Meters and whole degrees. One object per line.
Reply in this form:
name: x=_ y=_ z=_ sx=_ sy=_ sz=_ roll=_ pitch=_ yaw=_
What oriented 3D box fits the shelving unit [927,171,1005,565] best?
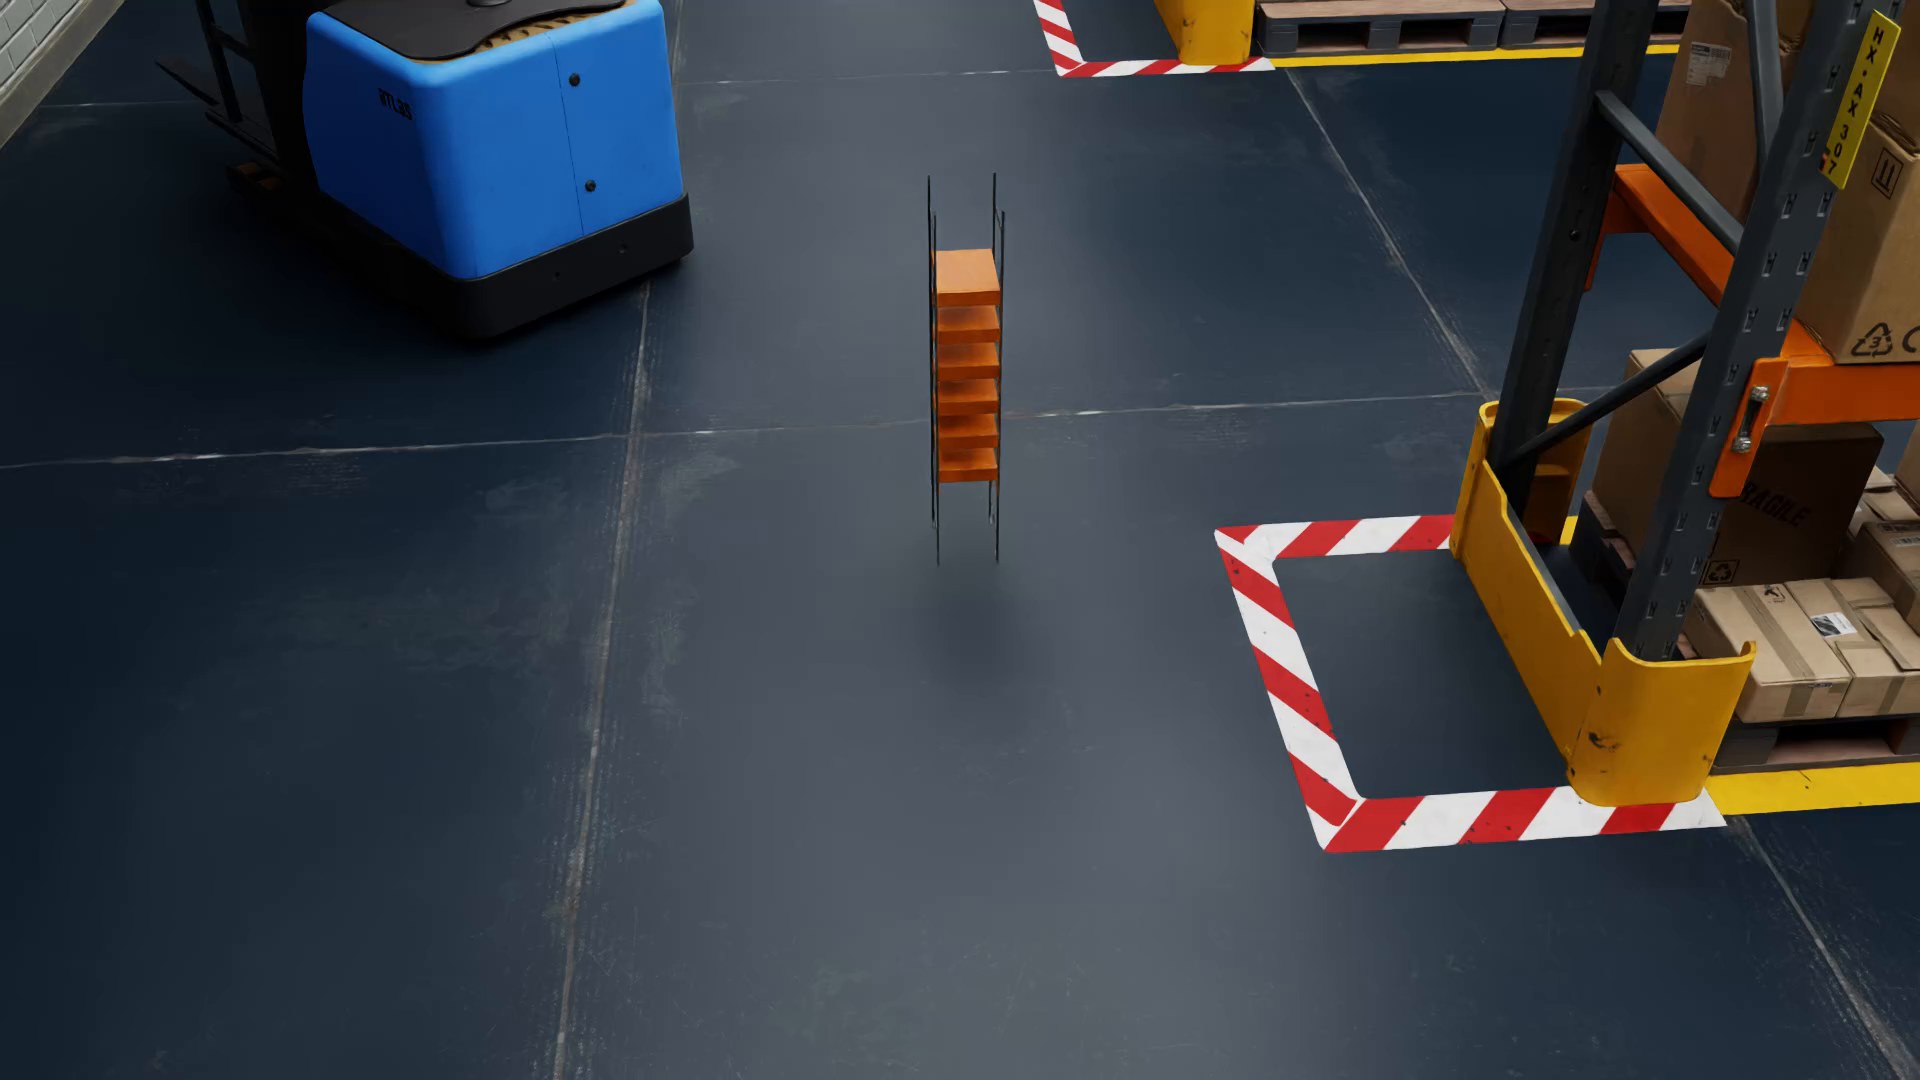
shelving unit: x=0.014 y=-0.472 z=4.879 sx=0.189 sy=1.200 sz=0.258 roll=-3 pitch=38 yaw=-4

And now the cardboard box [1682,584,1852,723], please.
cardboard box: x=2.126 y=0.296 z=4.400 sx=0.250 sy=0.149 sz=0.380 roll=-3 pitch=38 yaw=-4

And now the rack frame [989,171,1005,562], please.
rack frame: x=0.106 y=-0.477 z=4.886 sx=0.006 sy=1.200 sz=0.240 roll=-3 pitch=38 yaw=-4

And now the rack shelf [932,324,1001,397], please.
rack shelf: x=0.014 y=-0.531 z=4.833 sx=0.180 sy=0.103 sz=0.258 roll=-3 pitch=38 yaw=-4

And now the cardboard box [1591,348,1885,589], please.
cardboard box: x=2.198 y=-0.213 z=4.761 sx=0.500 sy=0.500 sz=0.500 roll=-3 pitch=38 yaw=-4

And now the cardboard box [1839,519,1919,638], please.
cardboard box: x=2.743 y=0.185 z=4.459 sx=0.500 sy=0.250 sz=0.500 roll=-3 pitch=38 yaw=-4

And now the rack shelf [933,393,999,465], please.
rack shelf: x=0.014 y=-0.343 z=4.981 sx=0.180 sy=0.103 sz=0.258 roll=-3 pitch=38 yaw=-4

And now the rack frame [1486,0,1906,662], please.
rack frame: x=1.678 y=-0.839 z=3.892 sx=0.127 sy=3.000 sz=1.000 roll=-3 pitch=38 yaw=-4

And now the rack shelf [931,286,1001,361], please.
rack shelf: x=0.014 y=-0.625 z=4.758 sx=0.180 sy=0.103 sz=0.258 roll=-3 pitch=38 yaw=-4

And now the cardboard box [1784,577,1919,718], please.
cardboard box: x=2.375 y=0.275 z=4.411 sx=0.250 sy=0.166 sz=0.380 roll=-3 pitch=38 yaw=-4

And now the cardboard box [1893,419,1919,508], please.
cardboard box: x=3.147 y=-0.148 z=4.881 sx=0.500 sy=0.250 sz=0.500 roll=-3 pitch=38 yaw=-4

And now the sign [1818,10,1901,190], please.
sign: x=1.727 y=-0.845 z=3.200 sx=0.005 sy=0.325 sz=0.100 roll=-3 pitch=38 yaw=-4

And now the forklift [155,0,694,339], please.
forklift: x=-2.449 y=-2.696 z=6.301 sx=1.130 sy=2.935 sz=3.031 roll=-31 pitch=48 yaw=-33

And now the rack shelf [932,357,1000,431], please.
rack shelf: x=0.014 y=-0.437 z=4.907 sx=0.180 sy=0.103 sz=0.258 roll=-3 pitch=38 yaw=-4

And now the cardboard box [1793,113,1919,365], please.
cardboard box: x=2.144 y=-0.740 z=3.686 sx=0.500 sy=0.500 sz=0.500 roll=-2 pitch=38 yaw=-3

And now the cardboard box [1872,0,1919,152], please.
cardboard box: x=2.144 y=-1.133 z=3.376 sx=0.500 sy=0.500 sz=0.500 roll=-2 pitch=38 yaw=-3

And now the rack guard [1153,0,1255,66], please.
rack guard: x=1.221 y=-2.905 z=8.528 sx=0.348 sy=0.500 sz=1.175 roll=-3 pitch=38 yaw=-4

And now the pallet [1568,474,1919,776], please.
pallet: x=2.548 y=0.207 z=4.818 sx=1.213 sy=0.211 sz=1.003 roll=-3 pitch=38 yaw=-4

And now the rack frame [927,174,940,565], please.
rack frame: x=-0.077 y=-0.467 z=4.873 sx=0.006 sy=1.200 sz=0.240 roll=-3 pitch=38 yaw=-4

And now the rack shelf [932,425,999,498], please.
rack shelf: x=0.014 y=-0.249 z=5.056 sx=0.180 sy=0.103 sz=0.258 roll=-3 pitch=38 yaw=-4

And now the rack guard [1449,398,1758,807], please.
rack guard: x=1.754 y=0.138 z=4.672 sx=0.348 sy=0.500 sz=1.175 roll=-3 pitch=38 yaw=-4

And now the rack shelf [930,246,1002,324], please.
rack shelf: x=0.014 y=-0.720 z=4.684 sx=0.180 sy=0.103 sz=0.258 roll=-3 pitch=38 yaw=-4

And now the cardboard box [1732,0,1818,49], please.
cardboard box: x=2.097 y=-1.465 z=3.798 sx=0.500 sy=0.500 sz=0.500 roll=-3 pitch=38 yaw=-4

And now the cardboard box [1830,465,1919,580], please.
cardboard box: x=2.609 y=-0.048 z=4.822 sx=0.250 sy=0.166 sz=0.380 roll=-3 pitch=38 yaw=-4

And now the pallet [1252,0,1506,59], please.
pallet: x=2.068 y=-2.822 z=8.657 sx=1.213 sy=0.211 sz=1.003 roll=-3 pitch=38 yaw=-4

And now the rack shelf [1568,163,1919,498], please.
rack shelf: x=3.670 y=-0.667 z=4.254 sx=4.000 sy=0.370 sz=1.077 roll=-3 pitch=38 yaw=-4

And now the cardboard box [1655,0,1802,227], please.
cardboard box: x=2.100 y=-1.071 z=4.105 sx=0.500 sy=0.500 sz=0.500 roll=-2 pitch=38 yaw=-3

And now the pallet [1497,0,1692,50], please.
pallet: x=3.281 y=-2.887 z=8.739 sx=1.213 sy=0.211 sz=1.003 roll=-3 pitch=38 yaw=-4
